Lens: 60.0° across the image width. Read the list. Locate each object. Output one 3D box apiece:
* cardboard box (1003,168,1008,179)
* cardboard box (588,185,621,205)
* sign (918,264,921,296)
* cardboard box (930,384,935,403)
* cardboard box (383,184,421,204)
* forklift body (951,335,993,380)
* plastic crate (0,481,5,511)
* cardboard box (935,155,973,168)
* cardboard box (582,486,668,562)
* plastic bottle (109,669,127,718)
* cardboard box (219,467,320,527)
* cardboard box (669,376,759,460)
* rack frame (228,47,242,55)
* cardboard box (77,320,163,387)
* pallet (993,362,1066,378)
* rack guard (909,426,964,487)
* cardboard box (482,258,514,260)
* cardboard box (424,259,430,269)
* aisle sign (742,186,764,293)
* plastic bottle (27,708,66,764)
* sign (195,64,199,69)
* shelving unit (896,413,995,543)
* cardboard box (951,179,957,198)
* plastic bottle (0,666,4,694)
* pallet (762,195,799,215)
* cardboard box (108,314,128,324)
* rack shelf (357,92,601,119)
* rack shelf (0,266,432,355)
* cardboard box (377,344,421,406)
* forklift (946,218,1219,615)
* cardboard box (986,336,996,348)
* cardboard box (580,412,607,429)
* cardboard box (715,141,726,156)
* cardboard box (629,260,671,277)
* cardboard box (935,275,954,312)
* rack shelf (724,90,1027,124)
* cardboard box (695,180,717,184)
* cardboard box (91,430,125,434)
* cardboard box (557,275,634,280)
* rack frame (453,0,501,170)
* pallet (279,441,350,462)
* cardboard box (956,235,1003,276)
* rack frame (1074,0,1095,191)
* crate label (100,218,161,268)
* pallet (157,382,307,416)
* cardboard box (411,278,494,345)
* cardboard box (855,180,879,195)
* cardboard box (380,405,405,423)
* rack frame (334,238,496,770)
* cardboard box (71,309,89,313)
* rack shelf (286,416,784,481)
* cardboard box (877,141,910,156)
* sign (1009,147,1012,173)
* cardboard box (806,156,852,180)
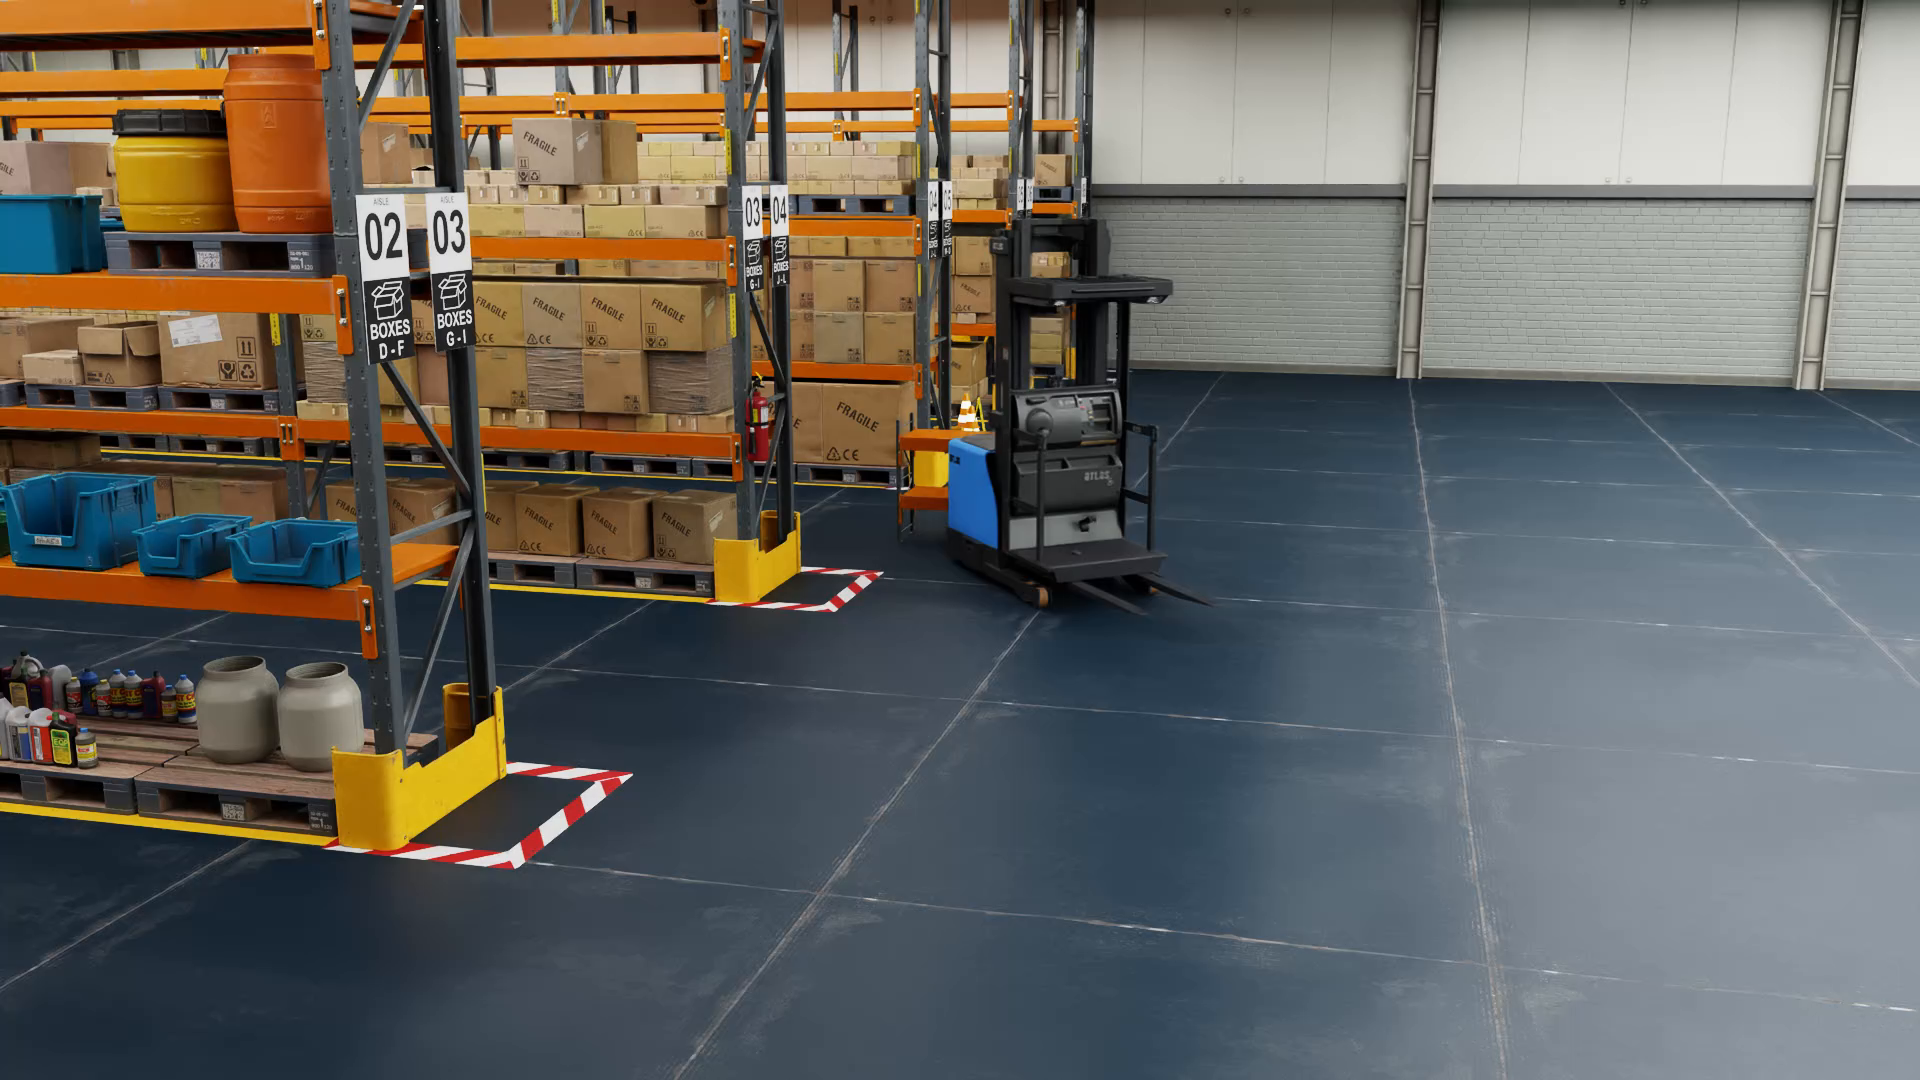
[{"bbox_3d":[0.515,-4.969,22.535,0.250,0.149,0.380,3,13,13],"label":"cardboard box"},{"bbox_3d":[-2.673,-2.665,12.835,0.250,0.149,0.380,3,13,14],"label":"cardboard box"},{"bbox_3d":[-0.420,-2.698,17.265,0.005,0.325,0.100,3,13,14],"label":"sign"},{"bbox_3d":[-0.539,-2.053,22.958,0.500,0.250,0.500,3,13,14],"label":"cardboard box"},{"bbox_3d":[-4.423,-2.783,13.367,0.250,0.149,0.380,3,13,15],"label":"cardboard box"},{"bbox_3d":[-0.281,-3.521,26.154,1.214,2.155,2.313,3,13,14],"label":"forklift body"},{"bbox_3d":[-5.494,-0.186,9.505,0.616,0.251,0.499,3,13,14],"label":"plastic crate"},{"bbox_3d":[-0.020,-6.074,27.336,0.637,0.503,0.797,3,13,15],"label":"cardboard box"},{"bbox_3d":[-2.754,-0.137,13.744,0.500,0.500,0.500,7,14,28],"label":"cardboard box"},{"bbox_3d":[-4.865,0.883,9.626,0.097,0.271,0.097,0,13,0],"label":"plastic bottle"},{"bbox_3d":[-6.037,-0.331,14.572,0.500,0.500,0.700,2,13,9],"label":"cardboard box"},{"bbox_3d":[-2.690,-1.412,18.627,0.875,0.875,0.875,3,13,14],"label":"cardboard box"},{"bbox_3d":[-8.043,-5.474,19.149,0.127,3.000,1.000,3,13,14],"label":"rack frame"},{"bbox_3d":[-7.152,-1.626,14.446,0.637,0.503,0.797,4,13,19],"label":"cardboard box"},{"bbox_3d":[1.245,-2.890,27.789,1.213,0.211,1.003,3,13,14],"label":"pallet"},{"bbox_3d":[-0.253,-0.909,18.192,0.348,0.500,1.175,3,13,14],"label":"rack guard"},{"bbox_3d":[-6.574,-3.919,24.101,0.500,0.500,0.500,3,13,12],"label":"cardboard box"},{"bbox_3d":[-6.124,-2.979,19.211,0.500,0.500,0.700,3,13,13],"label":"cardboard box"},{"bbox_3d":[-1.575,-2.295,12.669,0.004,0.787,0.394,3,13,14],"label":"aisle sign"},{"bbox_3d":[-4.876,1.042,8.901,0.135,0.276,0.152,3,13,14],"label":"plastic bottle"},{"bbox_3d":[-13.667,-8.360,29.817,0.005,0.325,0.100,3,13,14],"label":"sign"},{"bbox_3d":[-0.007,-0.549,15.130,1.048,1.125,0.538,3,13,14],"label":"shelving unit"},{"bbox_3d":[-0.235,-4.712,22.298,0.500,0.250,0.500,3,13,13],"label":"cardboard box"},{"bbox_3d":[-5.753,0.803,9.808,0.185,0.351,0.144,2,13,11],"label":"plastic bottle"},{"bbox_3d":[-2.187,-3.651,18.059,1.213,0.211,1.003,3,13,14],"label":"pallet"},{"bbox_3d":[-9.877,-2.625,19.765,0.250,0.149,0.380,3,13,15],"label":"cardboard box"},{"bbox_3d":[-6.102,-4.824,18.802,4.000,0.370,1.077,3,13,14],"label":"rack shelf"},{"bbox_3d":[-4.691,-1.268,8.776,4.000,0.370,1.077,3,13,14],"label":"rack shelf"},{"bbox_3d":[-4.547,-1.425,13.828,0.500,0.500,0.875,3,13,14],"label":"cardboard box"},{"bbox_3d":[0.955,-1.010,13.037,1.130,2.935,3.031,-6,14,-24],"label":"forklift"},{"bbox_3d":[0.459,-3.338,27.592,0.500,0.250,0.500,3,13,12],"label":"cardboard box"},{"bbox_3d":[-2.859,-0.995,13.387,0.250,0.149,0.380,3,13,14],"label":"cardboard box"},{"bbox_3d":[-2.411,-4.154,17.659,0.250,0.149,0.380,3,13,13],"label":"cardboard box"},{"bbox_3d":[-3.248,-2.908,18.592,0.550,0.550,0.875,3,13,14],"label":"cardboard box"},{"bbox_3d":[-0.267,-3.368,22.587,0.500,0.500,0.500,3,13,14],"label":"cardboard box"},{"bbox_3d":[-1.130,-5.856,22.539,4.000,0.370,1.077,3,13,14],"label":"rack shelf"},{"bbox_3d":[-2.651,-3.778,17.805,0.250,0.149,0.380,3,13,14],"label":"cardboard box"},{"bbox_3d":[-10.247,-1.592,20.303,0.500,0.500,0.500,3,13,15],"label":"cardboard box"},{"bbox_3d":[-3.001,-1.914,13.724,0.500,0.500,0.500,3,13,14],"label":"cardboard box"},{"bbox_3d":[-6.956,-6.521,23.864,0.127,3.000,1.000,3,13,14],"label":"rack frame"},{"bbox_3d":[-7.296,-1.127,19.845,1.213,0.211,1.003,3,13,14],"label":"pallet"},{"bbox_3d":[0.263,-3.839,22.404,0.500,0.500,0.700,3,13,12],"label":"cardboard box"},{"bbox_3d":[1.997,-7.149,26.698,0.127,3.000,1.000,3,13,14],"label":"rack frame"},{"bbox_3d":[-4.488,-1.610,8.997,0.408,0.251,0.502,3,13,14],"label":"crate label"},{"bbox_3d":[-6.154,-1.277,14.523,1.213,0.211,1.003,3,13,14],"label":"pallet"},{"bbox_3d":[-4.099,-1.854,13.455,0.500,0.500,0.500,3,13,14],"label":"cardboard box"},{"bbox_3d":[-0.925,-3.685,17.389,0.250,0.149,0.380,3,13,14],"label":"cardboard box"},{"bbox_3d":[-4.576,-1.069,13.724,0.250,0.149,0.380,3,13,14],"label":"cardboard box"},{"bbox_3d":[-2.750,-0.051,8.555,0.127,3.000,1.000,3,13,14],"label":"rack frame"},{"bbox_3d":[-10.380,-2.797,19.853,0.250,0.149,0.380,3,13,13],"label":"cardboard box"},{"bbox_3d":[-3.505,-0.845,13.795,4.000,0.370,1.077,3,13,14],"label":"rack shelf"},{"bbox_3d":[-0.685,-4.061,17.244,0.250,0.149,0.380,3,13,14],"label":"cardboard box"},{"bbox_3d":[0.659,-4.958,21.700,0.005,0.325,0.100,3,13,14],"label":"sign"},{"bbox_3d":[-1.304,-3.913,17.497,0.500,0.250,0.500,3,13,14],"label":"cardboard box"}]
